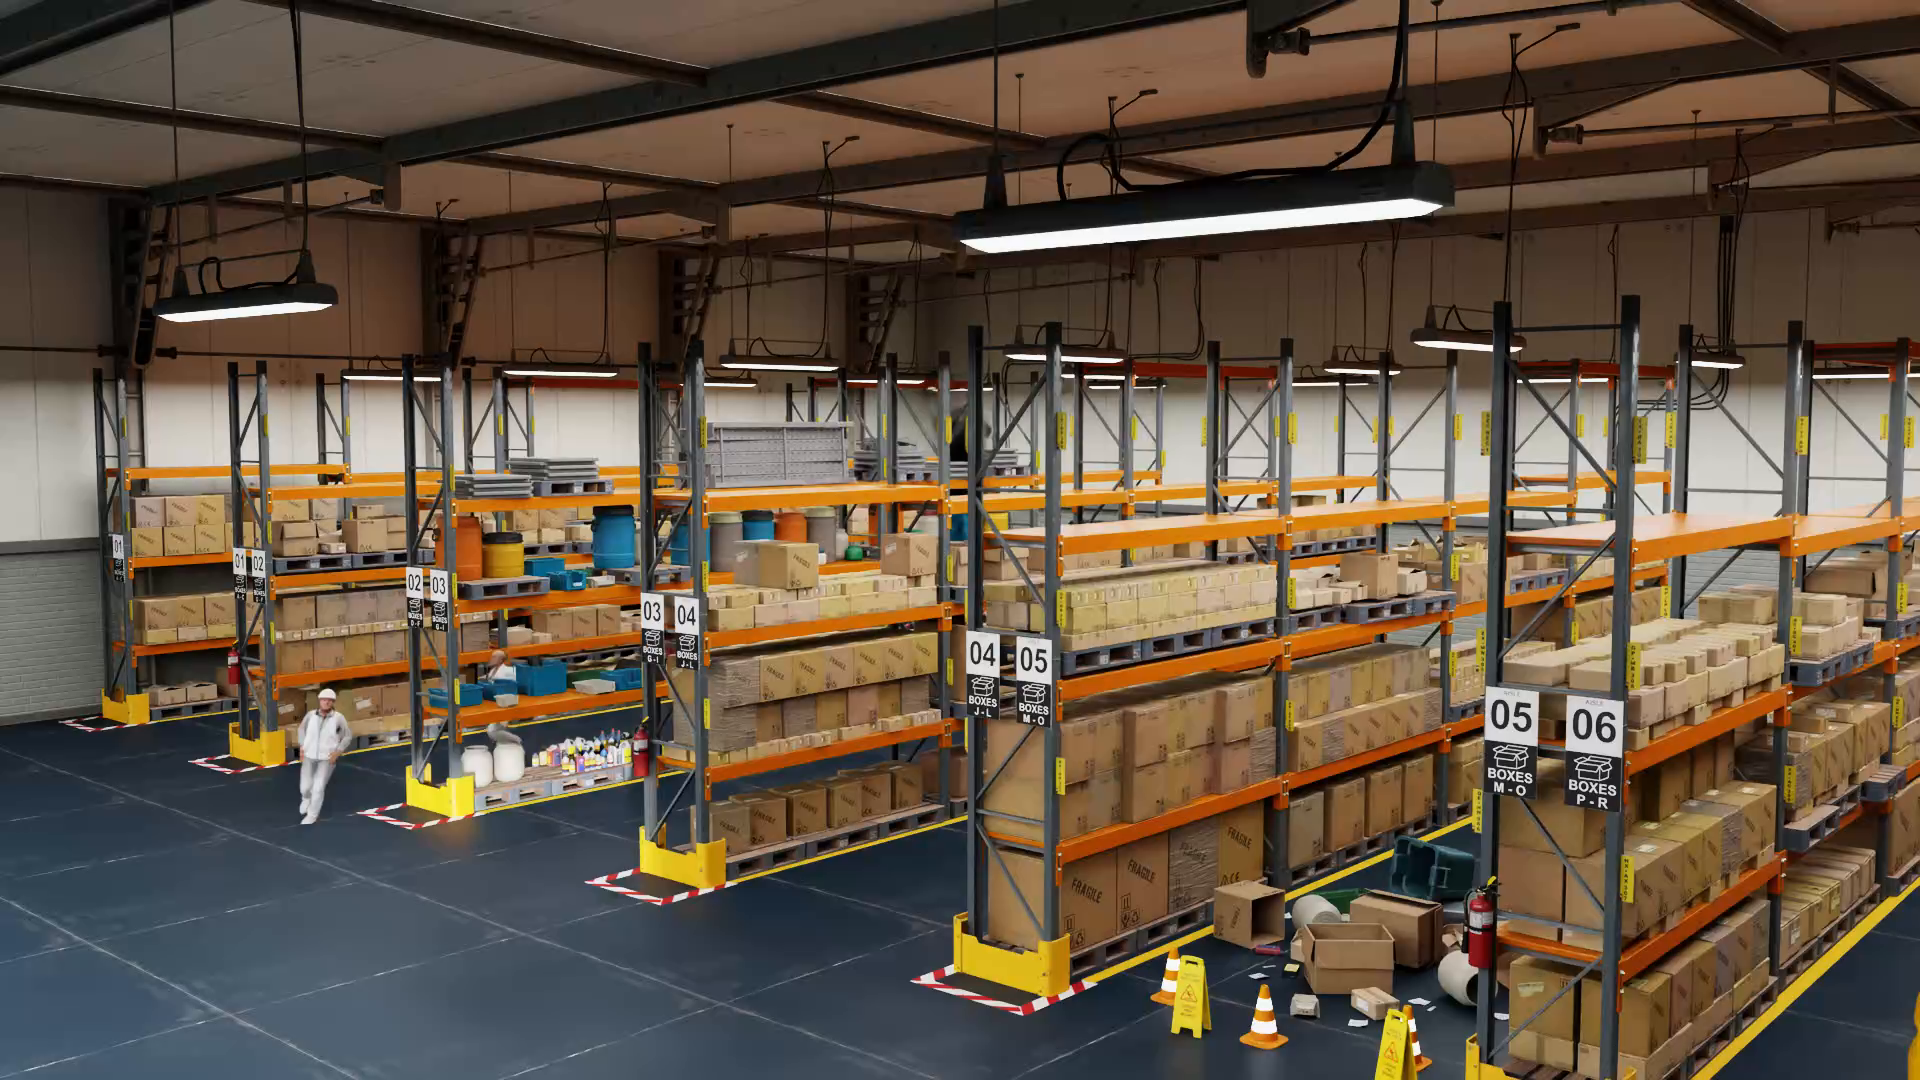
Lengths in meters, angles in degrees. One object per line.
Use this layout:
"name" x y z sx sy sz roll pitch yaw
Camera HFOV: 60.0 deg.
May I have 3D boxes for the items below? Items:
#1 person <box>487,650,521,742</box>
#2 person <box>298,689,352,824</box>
"person" -6.773 2.496 24.520 0.738 1.738 0.766 4 6 44
"person" -8.136 2.748 21.264 0.722 1.717 0.558 -1 4 -9
